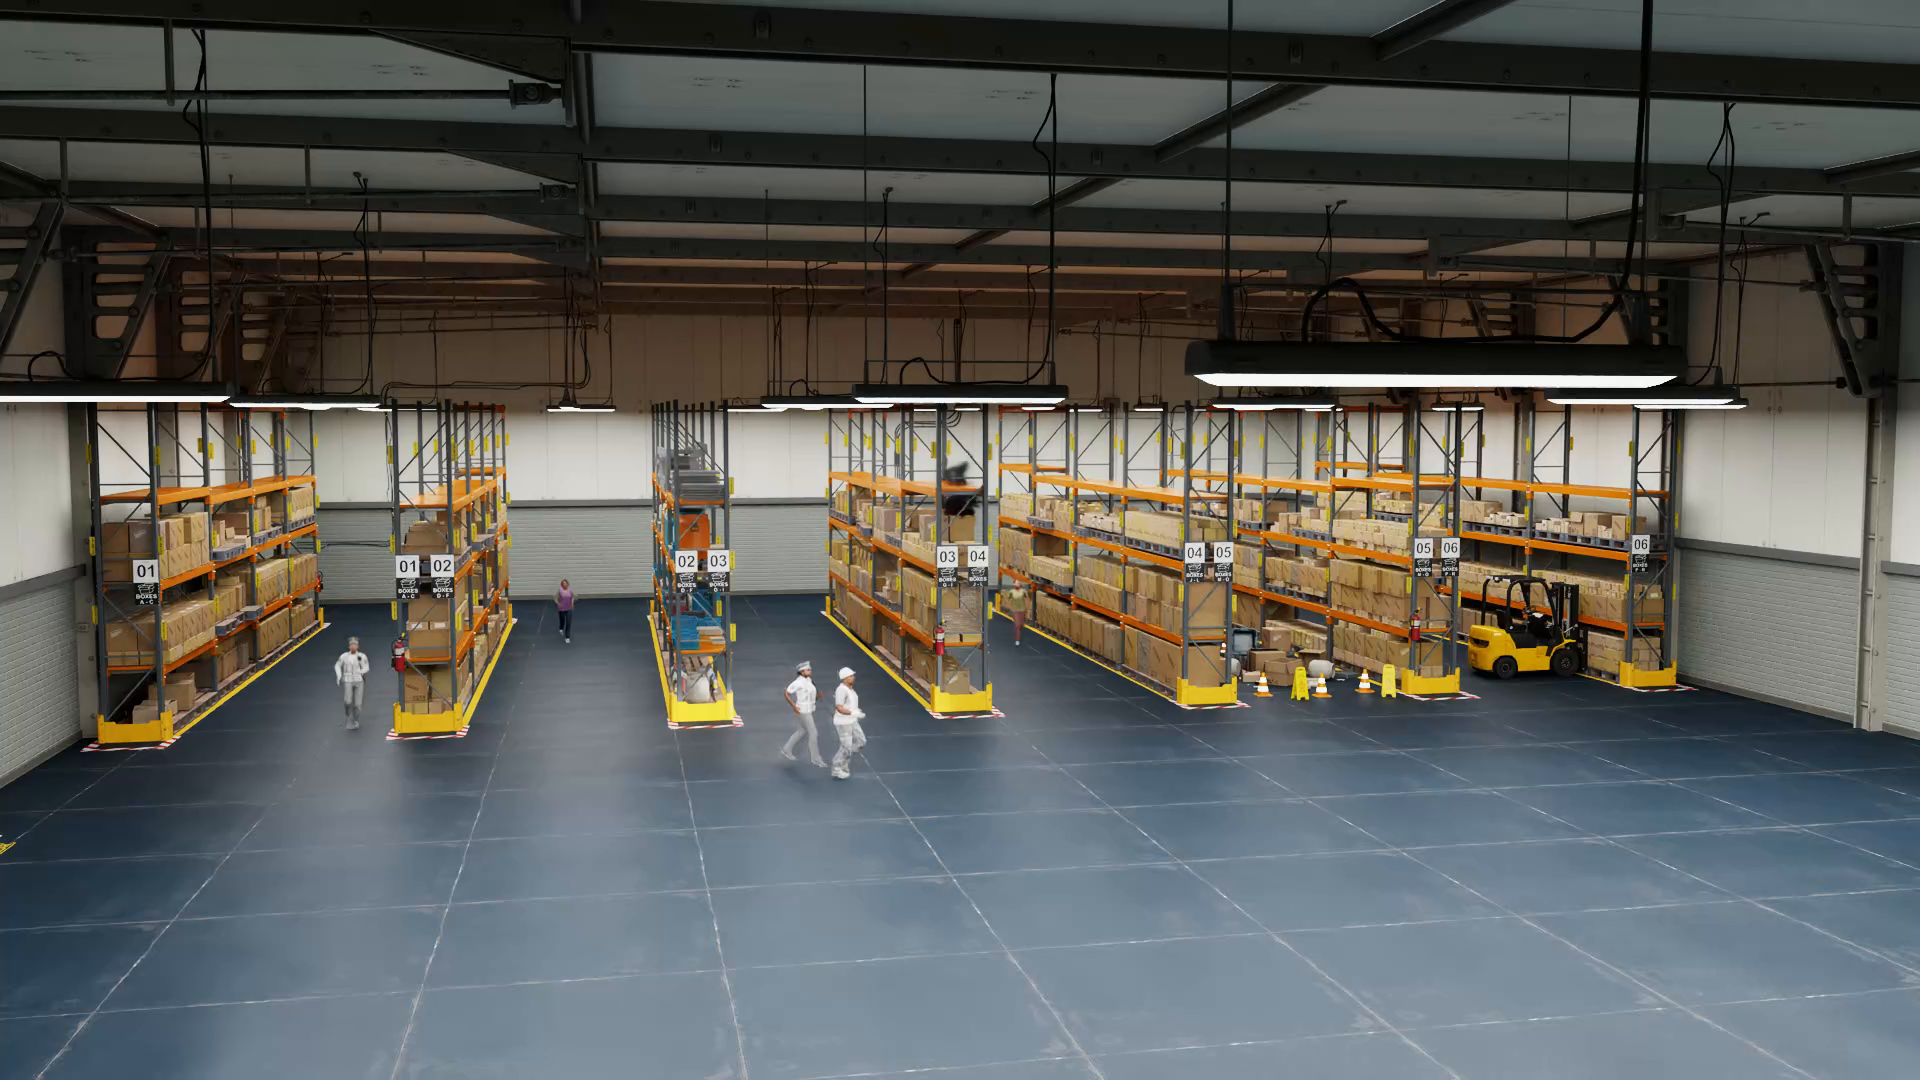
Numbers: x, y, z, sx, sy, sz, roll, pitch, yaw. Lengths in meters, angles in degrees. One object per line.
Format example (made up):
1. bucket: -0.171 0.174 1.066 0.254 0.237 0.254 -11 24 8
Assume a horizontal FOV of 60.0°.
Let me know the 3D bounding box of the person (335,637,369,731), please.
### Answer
1. person: -11.026 2.613 30.195 0.584 1.700 0.601 -2 5 -21

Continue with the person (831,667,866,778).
1. person: -1.738 2.868 26.114 0.607 1.744 0.679 1 4 14

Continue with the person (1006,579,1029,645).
1. person: 1.441 1.778 41.621 0.586 1.652 0.626 -1 4 -7

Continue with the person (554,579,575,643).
1. person: -9.974 1.780 41.976 0.540 1.587 0.819 -2 5 -24

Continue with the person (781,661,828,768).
1. person: -2.540 2.825 27.069 0.863 1.729 0.562 1 4 14
